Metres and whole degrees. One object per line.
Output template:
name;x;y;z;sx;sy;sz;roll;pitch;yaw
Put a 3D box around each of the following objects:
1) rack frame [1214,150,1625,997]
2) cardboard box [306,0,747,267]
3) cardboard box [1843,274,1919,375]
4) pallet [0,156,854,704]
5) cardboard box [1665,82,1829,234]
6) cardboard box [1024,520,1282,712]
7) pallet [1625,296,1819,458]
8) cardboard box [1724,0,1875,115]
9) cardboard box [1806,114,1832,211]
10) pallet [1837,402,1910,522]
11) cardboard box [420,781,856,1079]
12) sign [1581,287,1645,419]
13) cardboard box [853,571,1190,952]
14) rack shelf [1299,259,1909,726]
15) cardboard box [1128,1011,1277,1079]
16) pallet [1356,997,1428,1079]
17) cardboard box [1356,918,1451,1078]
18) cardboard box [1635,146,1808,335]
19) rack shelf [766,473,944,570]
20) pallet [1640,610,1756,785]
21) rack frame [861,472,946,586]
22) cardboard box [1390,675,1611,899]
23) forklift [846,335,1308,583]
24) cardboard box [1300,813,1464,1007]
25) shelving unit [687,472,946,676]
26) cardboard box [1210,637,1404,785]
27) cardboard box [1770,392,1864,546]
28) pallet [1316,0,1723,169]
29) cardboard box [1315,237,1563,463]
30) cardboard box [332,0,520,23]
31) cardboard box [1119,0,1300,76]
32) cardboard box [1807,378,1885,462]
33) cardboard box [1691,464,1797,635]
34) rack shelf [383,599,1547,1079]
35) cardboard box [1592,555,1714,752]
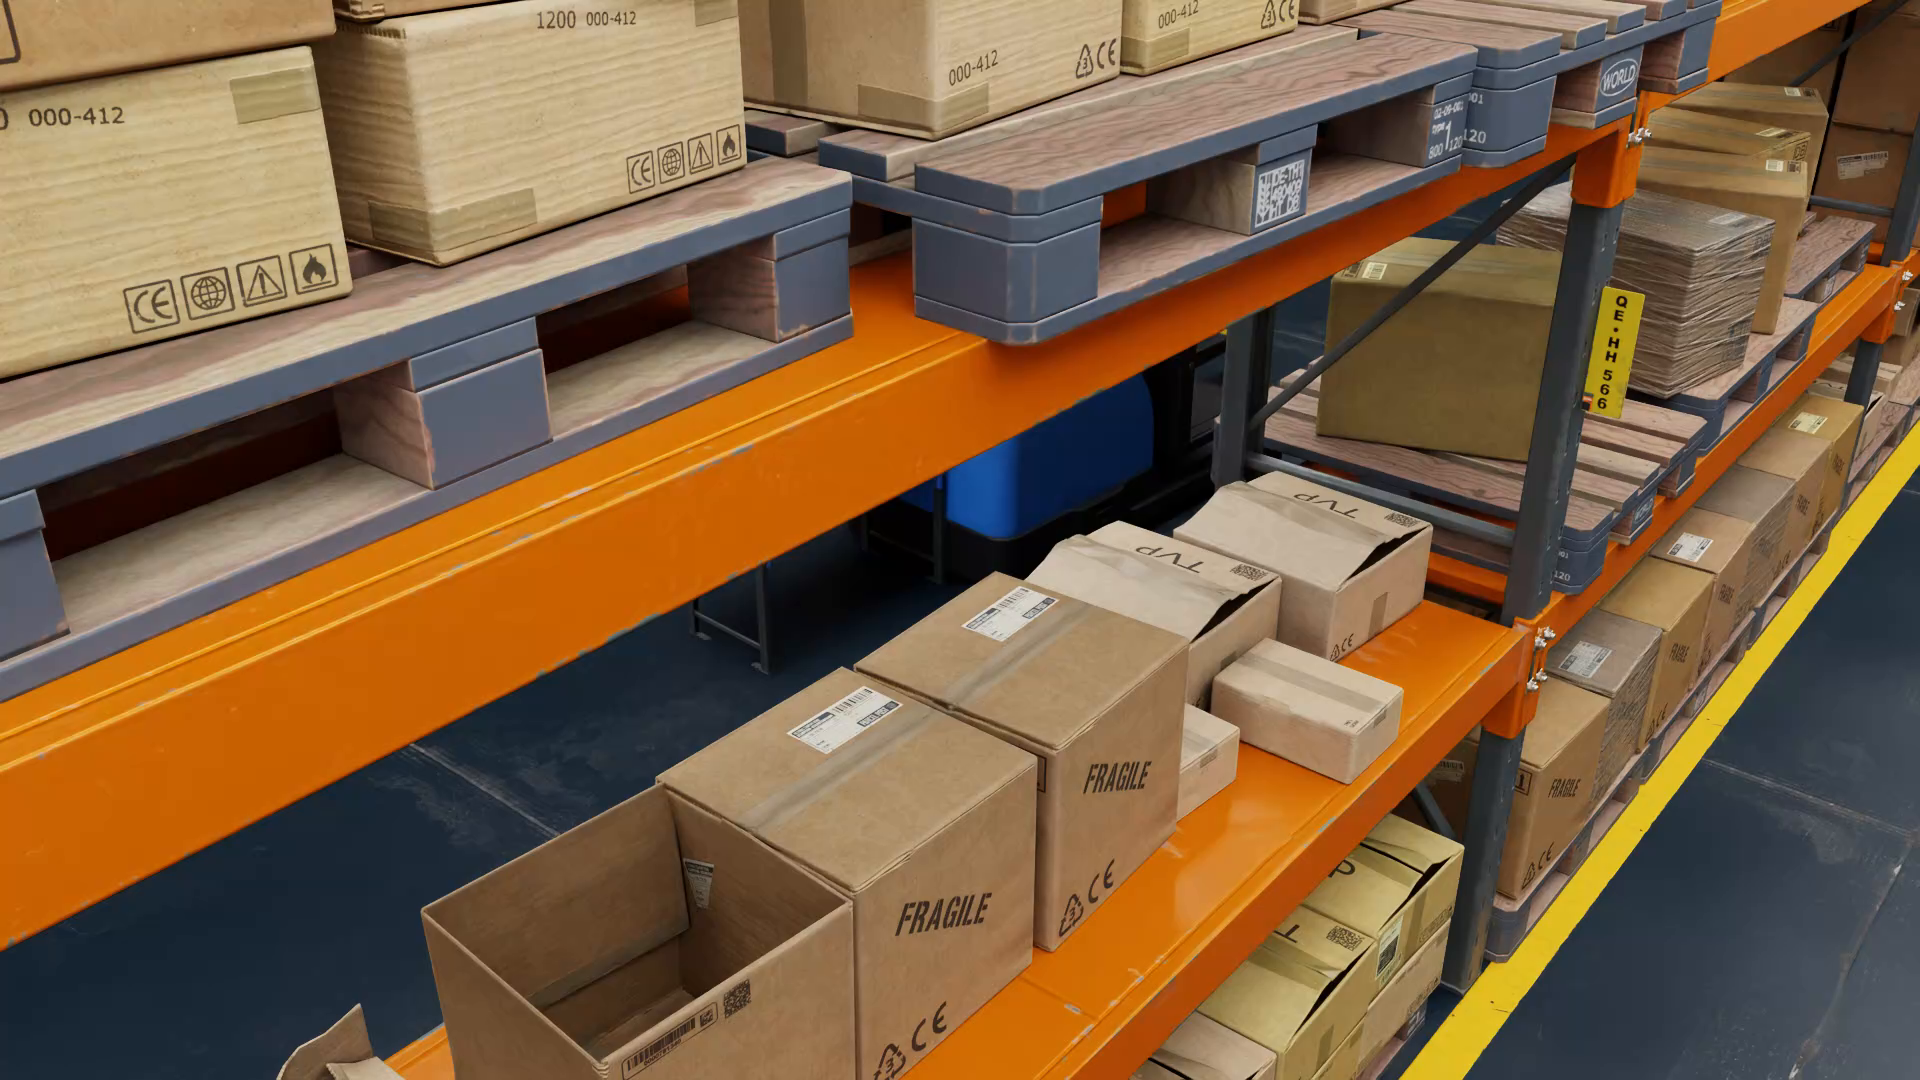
rack frame;1.185;-0.109;4.695;1.000;3.000;0.127;21;34;34
cardboard box;-0.613;-0.554;1.997;0.500;0.250;0.500;17;32;30
cardboard box;4.920;-1.281;9.200;0.797;0.503;0.637;21;34;34
pallet;-0.808;-0.254;1.920;0.805;0.209;1.217;19;33;32
cardboard box;3.255;-1.655;7.119;0.700;0.500;0.500;9;29;18
cardboard box;0.467;0.192;4.212;0.500;0.311;0.500;20;34;34
pallet;2.418;-0.714;6.075;1.003;0.211;1.213;21;34;34
cardboard box;3.851;-2.270;7.677;0.500;0.500;0.500;21;34;35
cardboard box;3.849;-1.823;7.901;0.500;0.500;0.500;21;34;35
pallet;4.167;-0.531;8.548;1.003;0.211;1.213;21;34;34
cardboard box;-0.523;0.811;2.809;0.500;0.500;0.500;24;36;38
sign;1.615;-0.462;4.118;0.100;0.325;0.005;21;34;34
cardboard box;0.130;0.447;3.513;0.500;0.500;0.500;19;33;32
rack shelf;2.457;-0.498;6.231;1.077;0.370;4.000;21;34;34
cardboard box;0.393;1.299;3.899;0.500;0.311;0.500;20;34;34
pallet;0.631;1.410;4.794;1.003;0.211;1.213;21;34;34
cardboard box;1.038;1.184;4.732;0.500;0.250;0.500;22;34;36
cardboard box;2.653;-1.113;6.071;0.700;0.500;0.500;12;30;22
rack shelf;-0.601;-0.214;6.923;0.538;0.185;1.000;23;35;37
pallet;2.465;0.446;6.659;1.003;0.211;1.213;21;34;34
rack frame;-0.258;-0.546;7.173;0.500;1.500;0.032;23;35;37
cardboard box;1.695;0.728;5.319;0.500;0.500;0.500;22;35;36
forklift;0.824;-1.681;7.809;1.130;2.935;3.031;23;35;37
cardboard box;1.042;0.935;4.604;0.500;0.311;0.500;22;34;36
shelving unit;-0.601;-0.374;6.840;0.538;1.500;1.048;23;35;37
cardboard box;0.826;0.403;3.980;0.380;0.149;0.250;21;34;34
cardboard box;3.636;-0.353;7.410;0.500;0.500;0.500;21;34;34
pallet;0.822;-1.090;3.534;1.213;0.211;1.003;23;35;37
cardboard box;1.498;-0.596;5.071;0.700;0.500;0.500;10;29;18
cardboard box;-0.592;-0.891;1.834;0.500;0.500;0.500;-25;36;-39
cardboard box;0.248;-0.993;2.846;0.500;0.250;0.500;20;33;33
cardboard box;4.163;-0.613;8.119;0.500;0.311;0.500;21;34;34
cardboard box;2.996;-0.003;6.732;0.500;0.500;0.500;21;34;35
rack shelf;-0.087;0.920;3.490;1.077;0.370;4.000;21;34;34
cardboard box;2.347;0.365;6.022;0.500;0.500;0.500;20;34;34
